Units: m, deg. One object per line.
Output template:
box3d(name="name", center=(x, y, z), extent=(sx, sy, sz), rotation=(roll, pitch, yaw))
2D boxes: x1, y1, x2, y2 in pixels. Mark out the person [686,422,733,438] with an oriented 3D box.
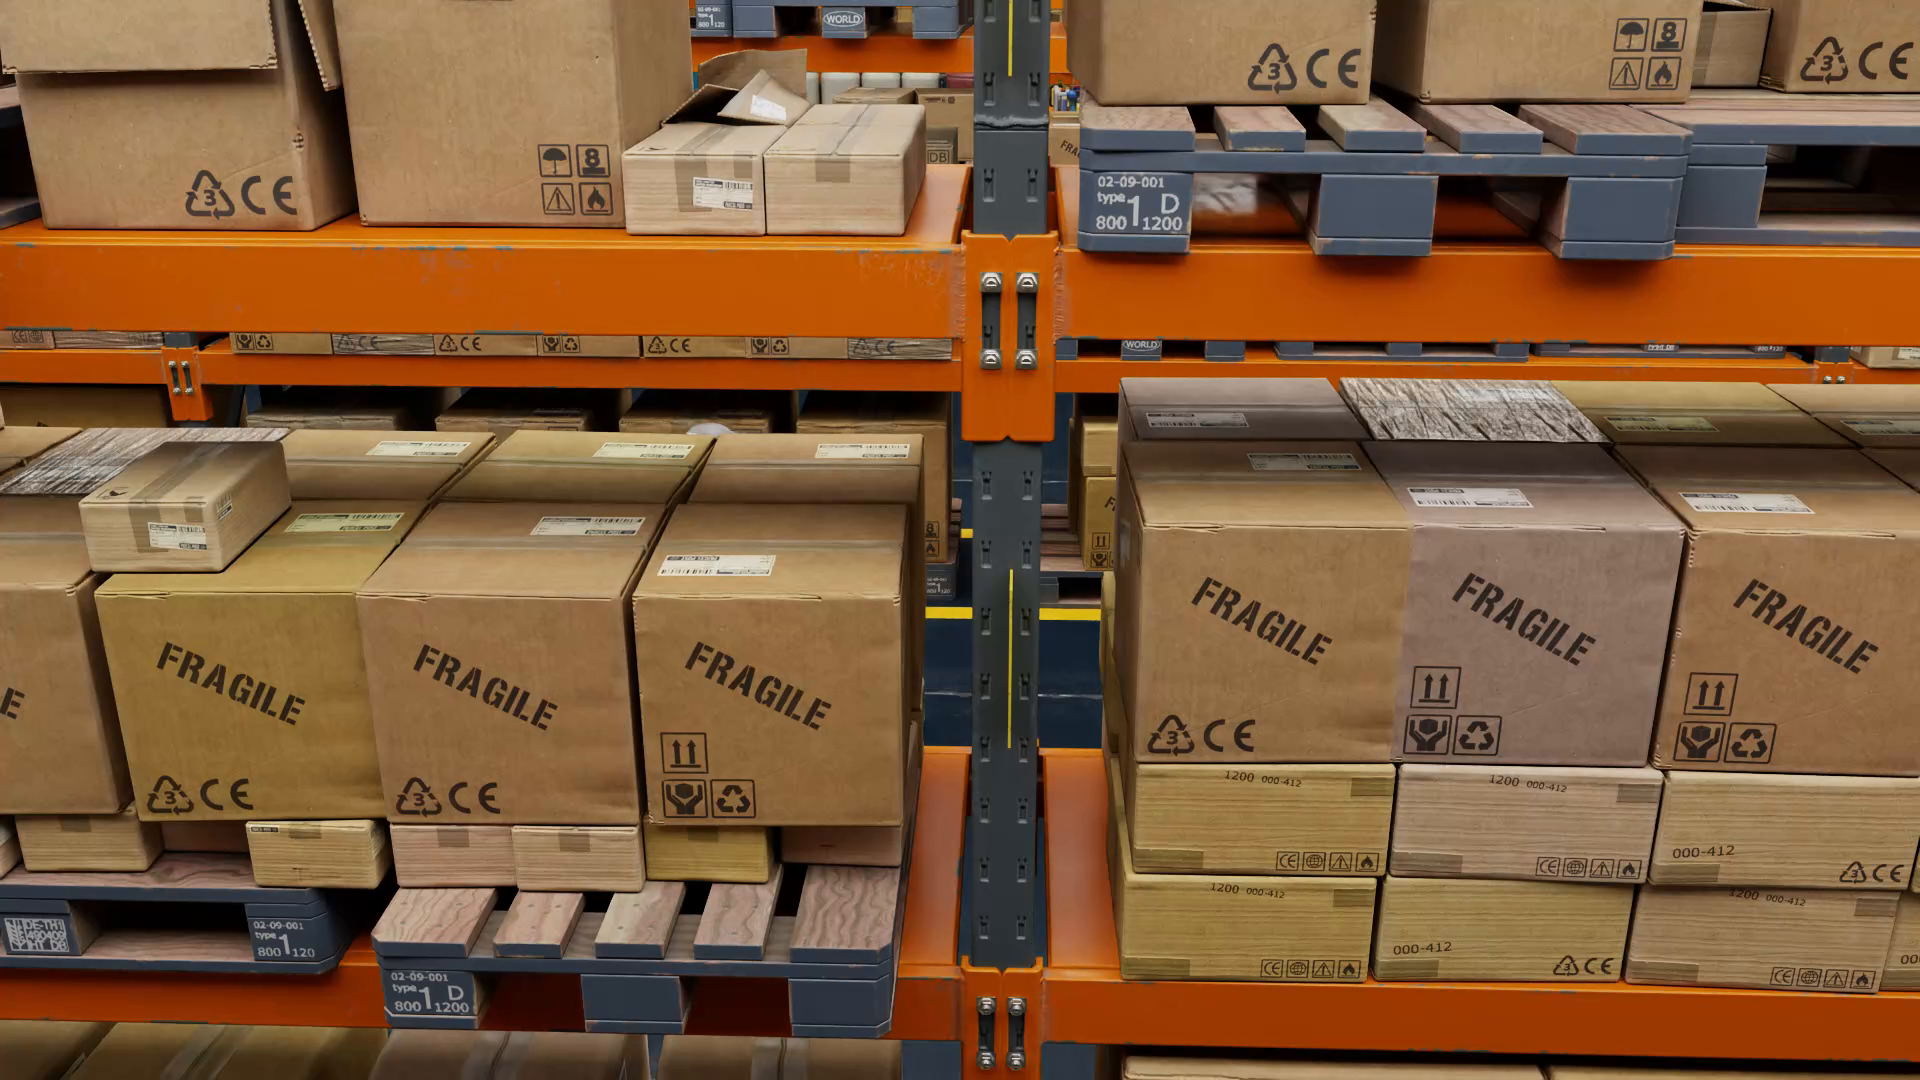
box3d(name="person", center=(-0.903, 0.356, 6.152), extent=(0.950, 1.611, 0.561), rotation=(-10, 23, -24))
